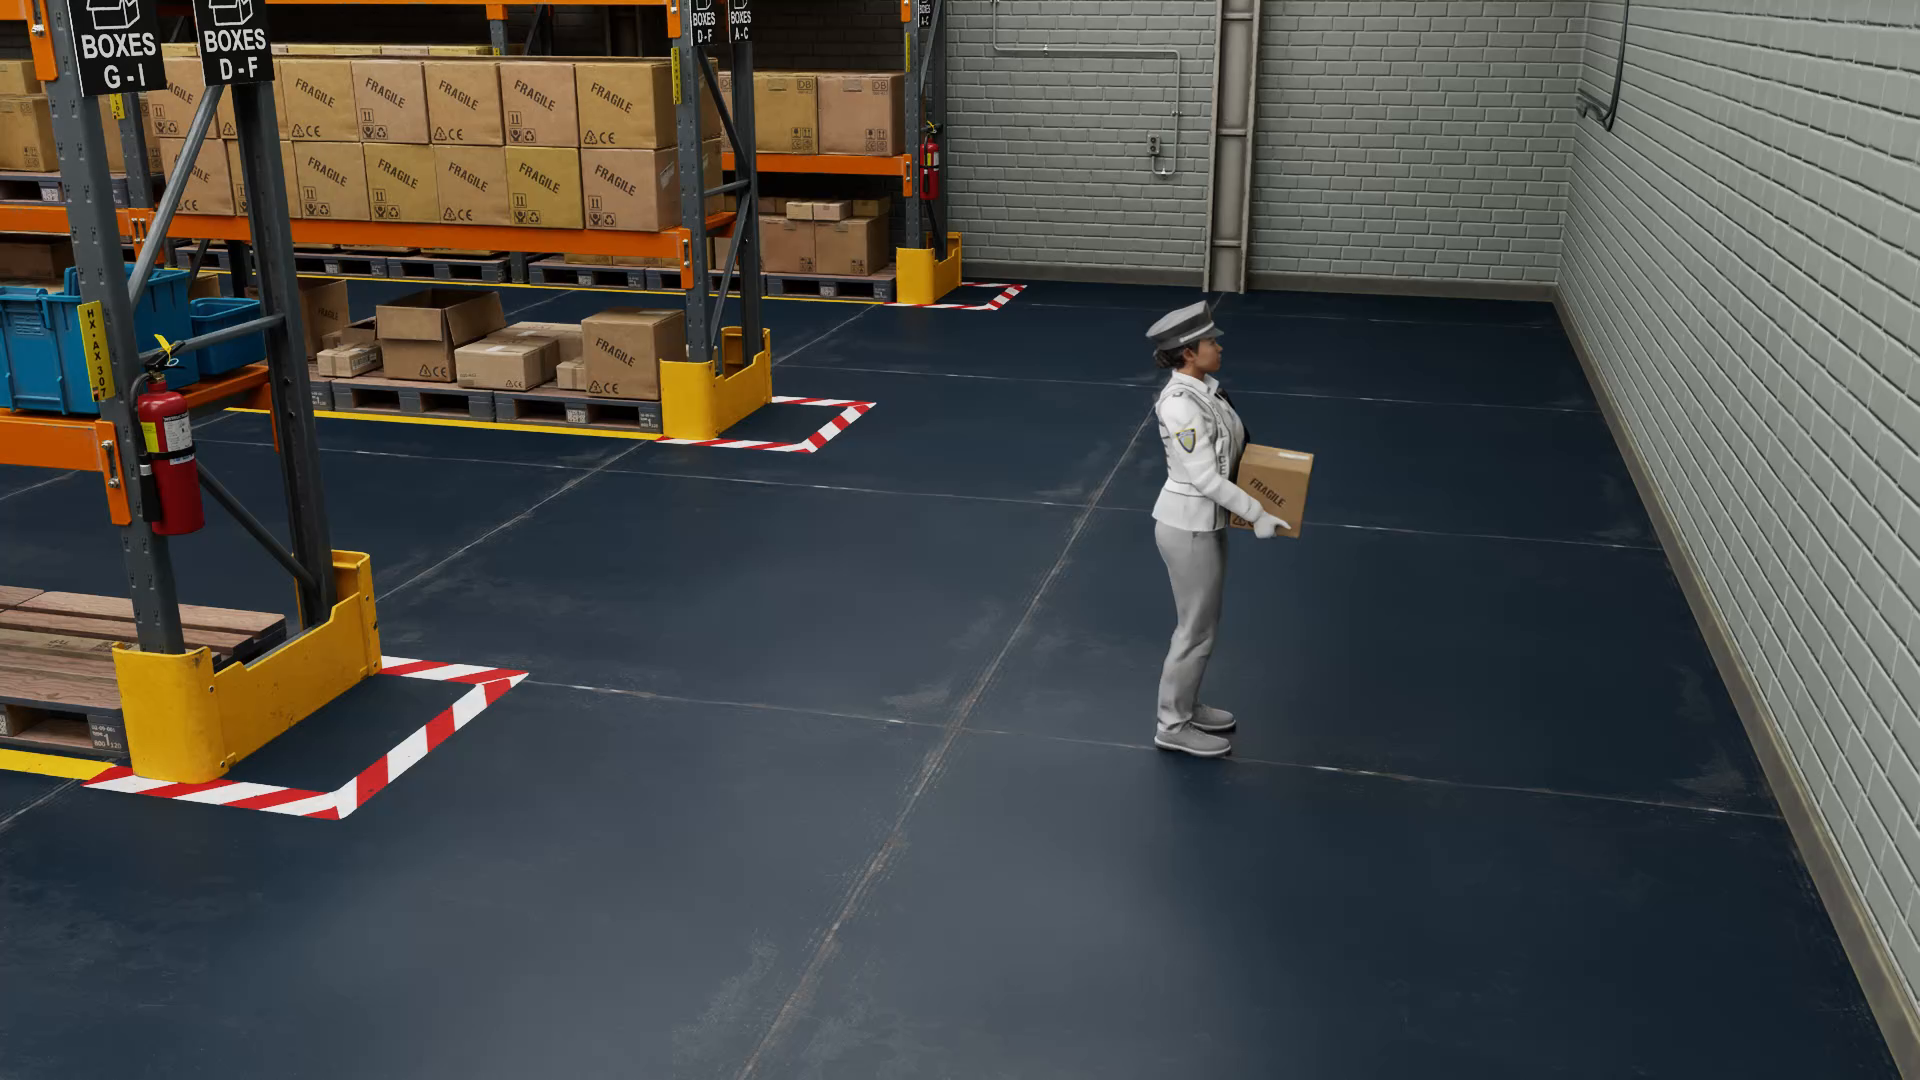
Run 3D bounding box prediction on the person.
[{"bbox_3d":[0.946,-0.045,6.143,0.540,1.691,0.474,4,19,13],"label":"person"}]
